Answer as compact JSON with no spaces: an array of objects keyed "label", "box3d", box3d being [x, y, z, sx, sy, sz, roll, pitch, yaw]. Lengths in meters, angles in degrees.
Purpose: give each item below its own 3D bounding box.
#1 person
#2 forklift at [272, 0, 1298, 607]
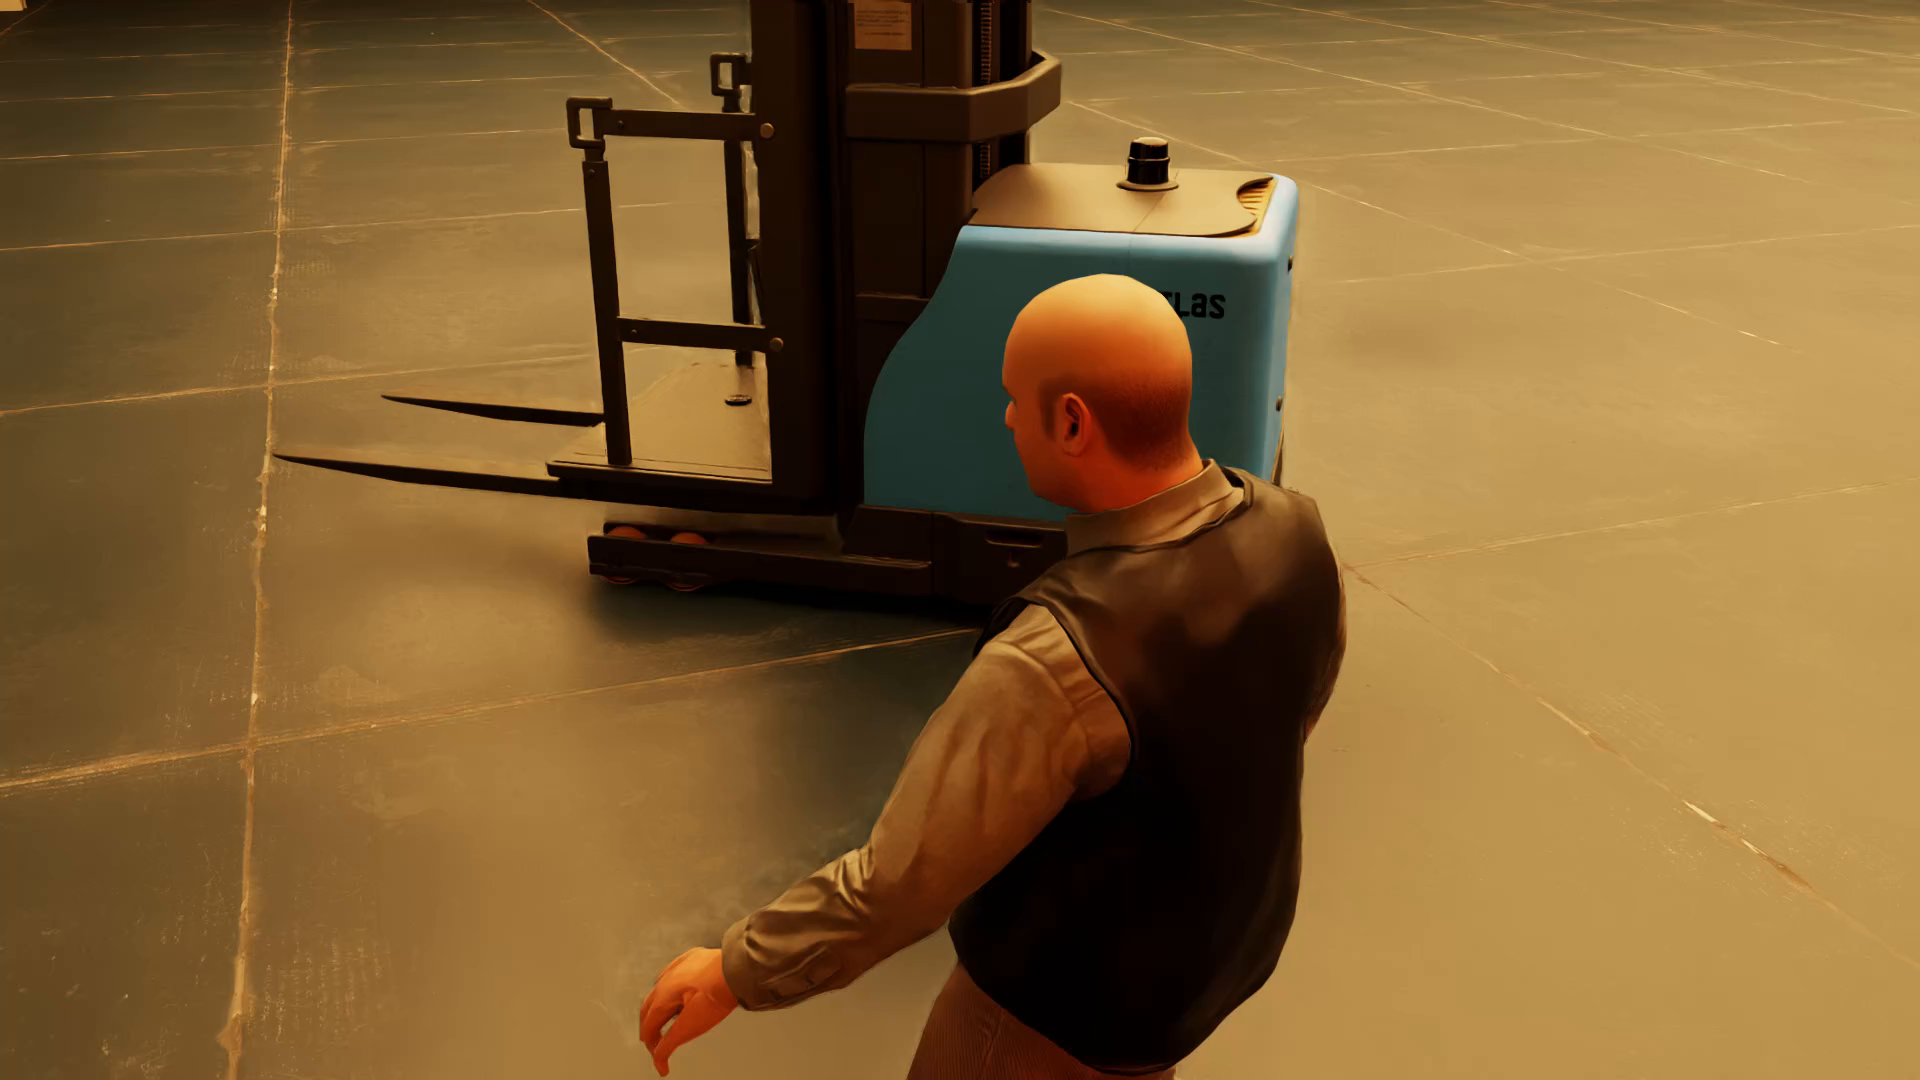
[{"label":"person","box3d":[0.119,0.463,1.984,0.696,1.593,0.939,20,30,39]},{"label":"forklift","box3d":[-0.576,-1.395,4.615,3.031,2.935,1.130,5,23,13]}]
